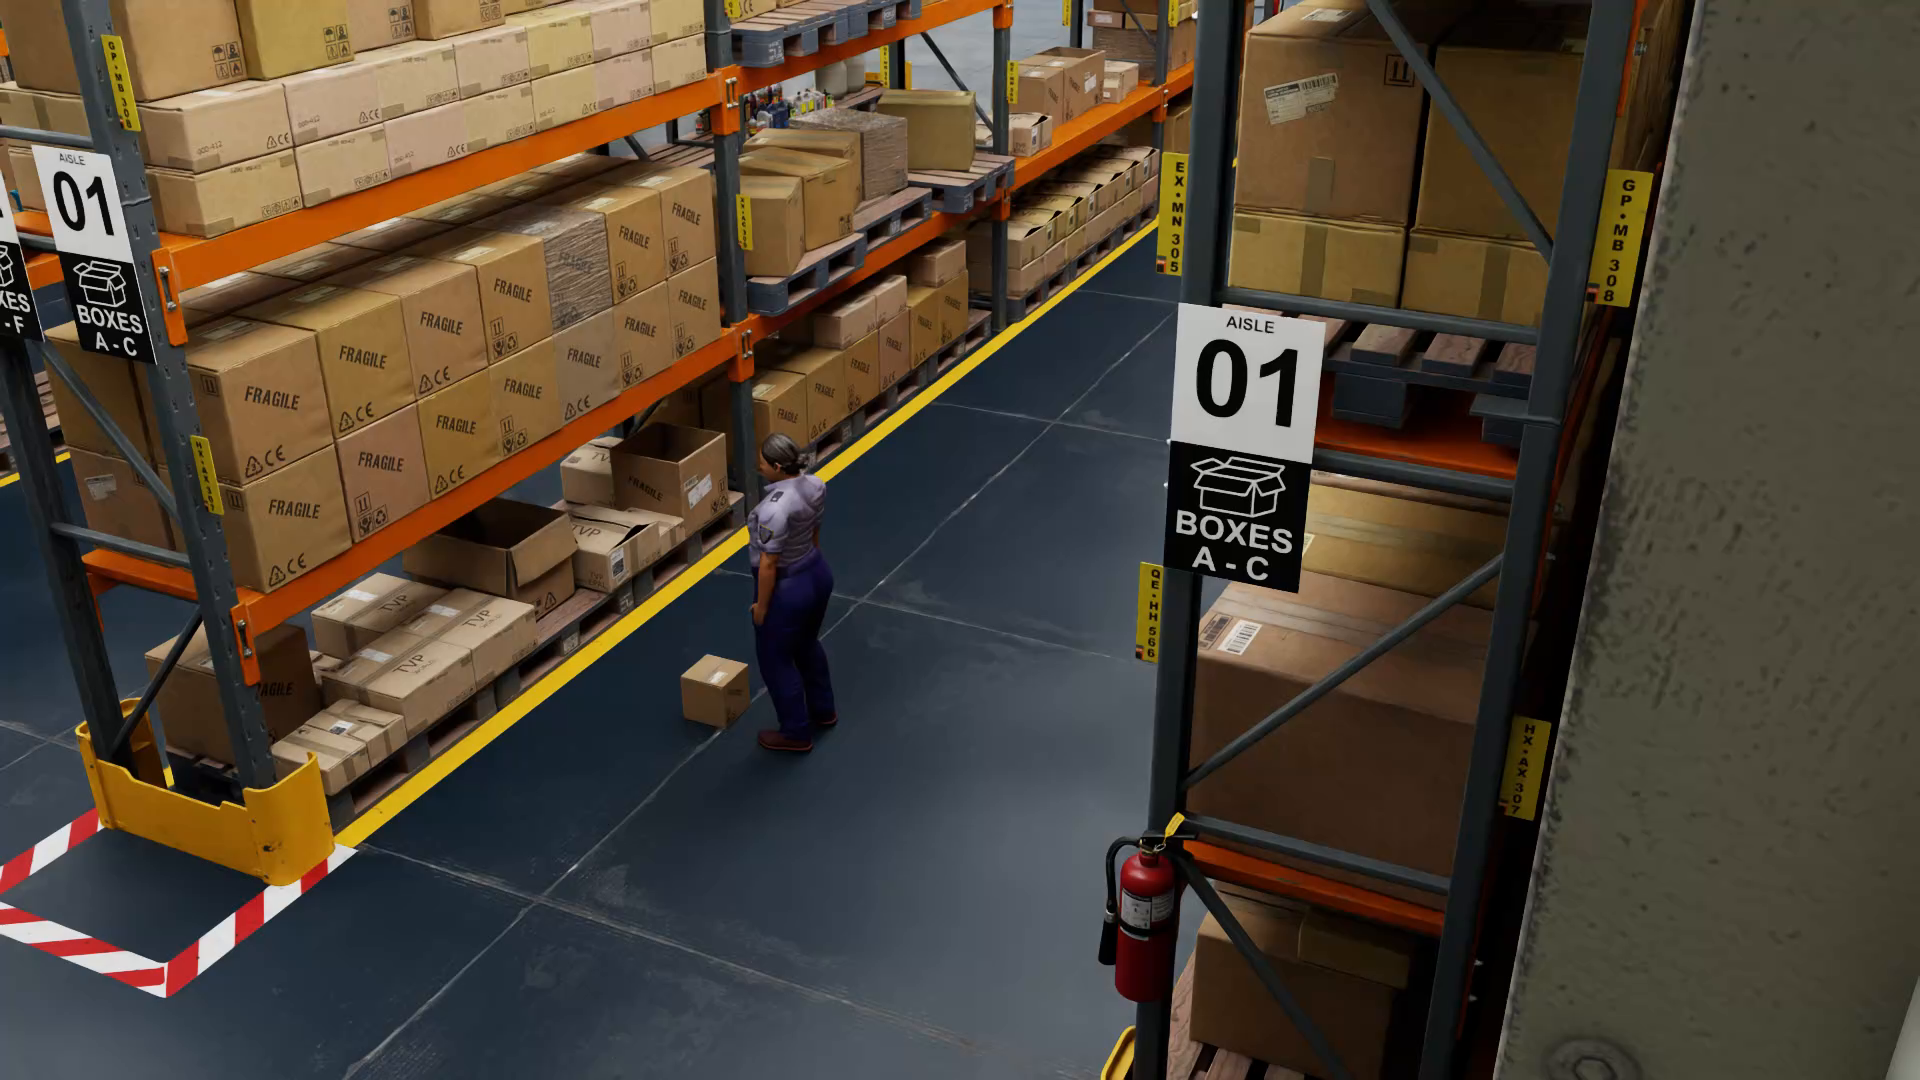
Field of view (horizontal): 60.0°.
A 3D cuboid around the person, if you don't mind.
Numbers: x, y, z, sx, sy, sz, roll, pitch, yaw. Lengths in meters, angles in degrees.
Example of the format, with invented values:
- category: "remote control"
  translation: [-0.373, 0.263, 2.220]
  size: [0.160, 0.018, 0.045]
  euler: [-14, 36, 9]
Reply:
- category: "person"
  translation: [-0.828, 0.247, 8.006]
  size: [0.341, 1.642, 0.470]
  euler: [12, 29, 23]
